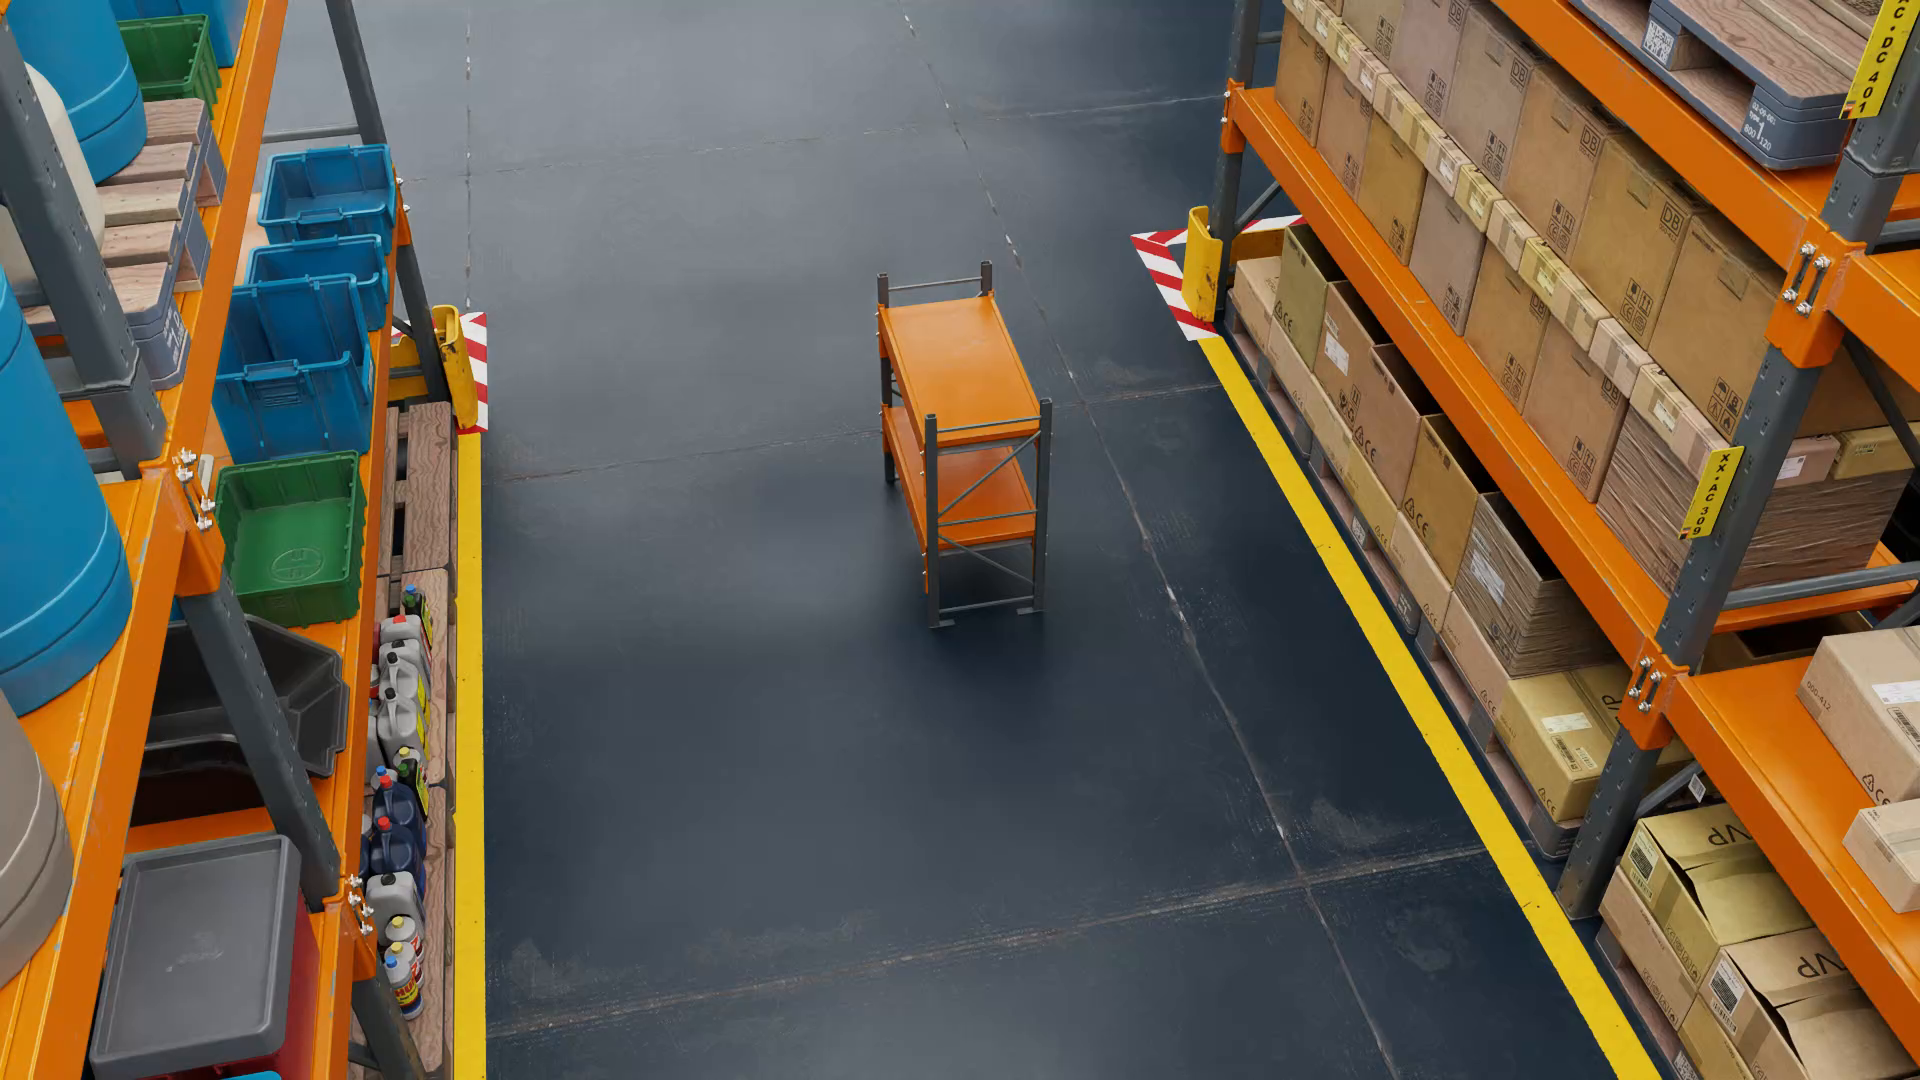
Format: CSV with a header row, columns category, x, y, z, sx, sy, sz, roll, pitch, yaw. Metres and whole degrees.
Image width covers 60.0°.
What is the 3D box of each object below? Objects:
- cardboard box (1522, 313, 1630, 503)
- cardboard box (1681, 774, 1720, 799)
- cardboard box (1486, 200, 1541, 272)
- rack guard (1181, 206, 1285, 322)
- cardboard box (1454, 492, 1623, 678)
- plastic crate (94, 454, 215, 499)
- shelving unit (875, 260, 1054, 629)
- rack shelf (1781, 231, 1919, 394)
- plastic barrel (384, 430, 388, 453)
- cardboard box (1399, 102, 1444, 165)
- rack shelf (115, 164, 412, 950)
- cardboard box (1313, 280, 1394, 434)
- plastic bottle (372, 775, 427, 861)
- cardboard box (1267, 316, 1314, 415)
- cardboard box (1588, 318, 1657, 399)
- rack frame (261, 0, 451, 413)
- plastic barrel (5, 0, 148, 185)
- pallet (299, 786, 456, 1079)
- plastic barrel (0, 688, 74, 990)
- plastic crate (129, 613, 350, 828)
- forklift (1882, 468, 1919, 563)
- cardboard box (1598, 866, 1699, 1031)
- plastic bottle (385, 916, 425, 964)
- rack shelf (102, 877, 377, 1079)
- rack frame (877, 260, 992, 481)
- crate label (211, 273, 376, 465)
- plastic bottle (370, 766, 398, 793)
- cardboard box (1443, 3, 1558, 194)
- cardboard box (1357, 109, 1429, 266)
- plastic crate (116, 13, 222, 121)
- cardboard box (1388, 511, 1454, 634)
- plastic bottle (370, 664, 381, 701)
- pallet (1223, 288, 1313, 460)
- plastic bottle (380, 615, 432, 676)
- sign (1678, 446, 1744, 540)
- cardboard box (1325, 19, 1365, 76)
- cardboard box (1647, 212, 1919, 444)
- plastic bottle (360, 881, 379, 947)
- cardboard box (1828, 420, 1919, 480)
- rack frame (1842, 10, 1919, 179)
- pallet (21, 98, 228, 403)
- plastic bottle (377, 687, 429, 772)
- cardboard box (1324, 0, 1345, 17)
category,x,y,z,sx,sy,sz,roll,pitch,yaw
cardboard box,2.445,-0.523,5.786,0.700,0.500,0.500,-9,42,-10
cardboard box,2.863,0.670,6.273,0.500,0.250,0.500,-8,42,-9
cardboard box,2.126,-1.106,5.955,0.380,0.149,0.250,-7,42,-8
rack guard,1.798,-1.531,8.880,1.175,0.500,0.348,-8,42,-9
cardboard box,2.257,0.138,6.307,0.500,0.500,0.500,-8,42,-9
plastic crate,-2.768,-0.068,5.547,0.530,0.136,0.437,-8,42,-9
shelving unit,0.001,-0.416,7.153,0.538,1.125,1.048,-8,42,-9
rack shelf,3.098,0.586,2.894,1.077,0.370,4.000,-8,42,-9
plastic barrel,-2.817,-0.554,7.454,0.421,0.512,0.421,0,42,0
cardboard box,1.958,-1.611,6.523,0.380,0.149,0.250,-9,42,-10
rack shelf,-2.602,-0.178,6.014,1.077,0.370,4.000,-8,42,-9
cardboard box,1.932,-0.834,7.402,0.500,0.500,0.500,-8,42,-9
plastic bottle,-1.980,0.971,5.843,0.144,0.351,0.185,-10,43,-11
cardboard box,1.813,-0.876,8.014,0.500,0.250,0.500,-8,42,-9
cardboard box,2.288,-0.613,5.399,0.380,0.149,0.250,-10,42,-11
rack frame,-3.034,-1.743,7.236,1.000,3.000,0.127,-8,42,-9
plastic barrel,-2.281,-1.277,3.757,0.600,0.901,0.708,-8,42,-9
pallet,-2.275,1.451,5.738,1.003,0.211,1.213,-8,42,-9
plastic barrel,-1.708,0.263,2.339,0.600,0.901,0.600,0,42,0
plastic crate,-2.159,0.515,4.738,0.767,0.338,0.504,-8,42,-9
forklift,4.693,-1.117,6.582,1.130,2.935,3.031,-9,42,-10
cardboard box,2.512,1.311,5.551,0.500,0.250,0.500,-9,42,-10
plastic bottle,-1.855,1.331,5.550,0.097,0.201,0.097,0,42,0
rack shelf,-1.739,2.415,3.093,1.077,0.370,4.000,-8,42,-9
rack frame,-0.108,-0.746,7.525,0.500,1.125,0.032,-8,42,-9
crate label,-2.373,-0.602,5.924,0.502,0.435,0.616,-8,42,-9
plastic bottle,-2.049,0.911,5.970,0.097,0.271,0.097,0,42,0
cardboard box,2.240,-1.643,6.070,0.700,0.500,0.500,-8,42,-9
cardboard box,2.111,-1.521,6.910,0.700,0.500,0.500,-8,42,-9
plastic crate,-2.245,-1.255,4.586,0.336,0.188,0.450,-8,42,-9
cardboard box,2.133,0.097,6.918,0.500,0.250,0.500,-8,42,-9
plastic bottle,-2.270,0.554,6.425,0.097,0.201,0.097,0,42,0
pallet,2.009,-0.918,8.407,1.003,0.211,1.213,-8,42,-9
plastic bottle,-2.182,0.406,6.535,0.152,0.276,0.135,-8,42,-9
sign,2.125,-0.130,4.707,0.100,0.325,0.005,-8,42,-9
cardboard box,1.790,-2.113,7.088,0.380,0.149,0.250,-8,42,-9
cardboard box,2.565,-0.667,4.971,0.700,0.500,0.500,-8,42,-9
plastic bottle,-2.012,1.242,5.588,0.061,0.283,0.133,-8,42,-9
cardboard box,2.798,-0.340,5.091,0.380,0.149,0.250,-8,42,-9
rack frame,2.667,-2.101,3.120,1.000,3.000,0.127,-8,42,-9
pallet,-2.422,-0.655,3.893,1.213,0.211,1.003,-8,42,-9
plastic bottle,-2.072,0.695,6.153,0.144,0.351,0.185,-9,42,-10
cardboard box,1.903,-2.634,7.187,0.700,0.500,0.500,-8,42,-9
